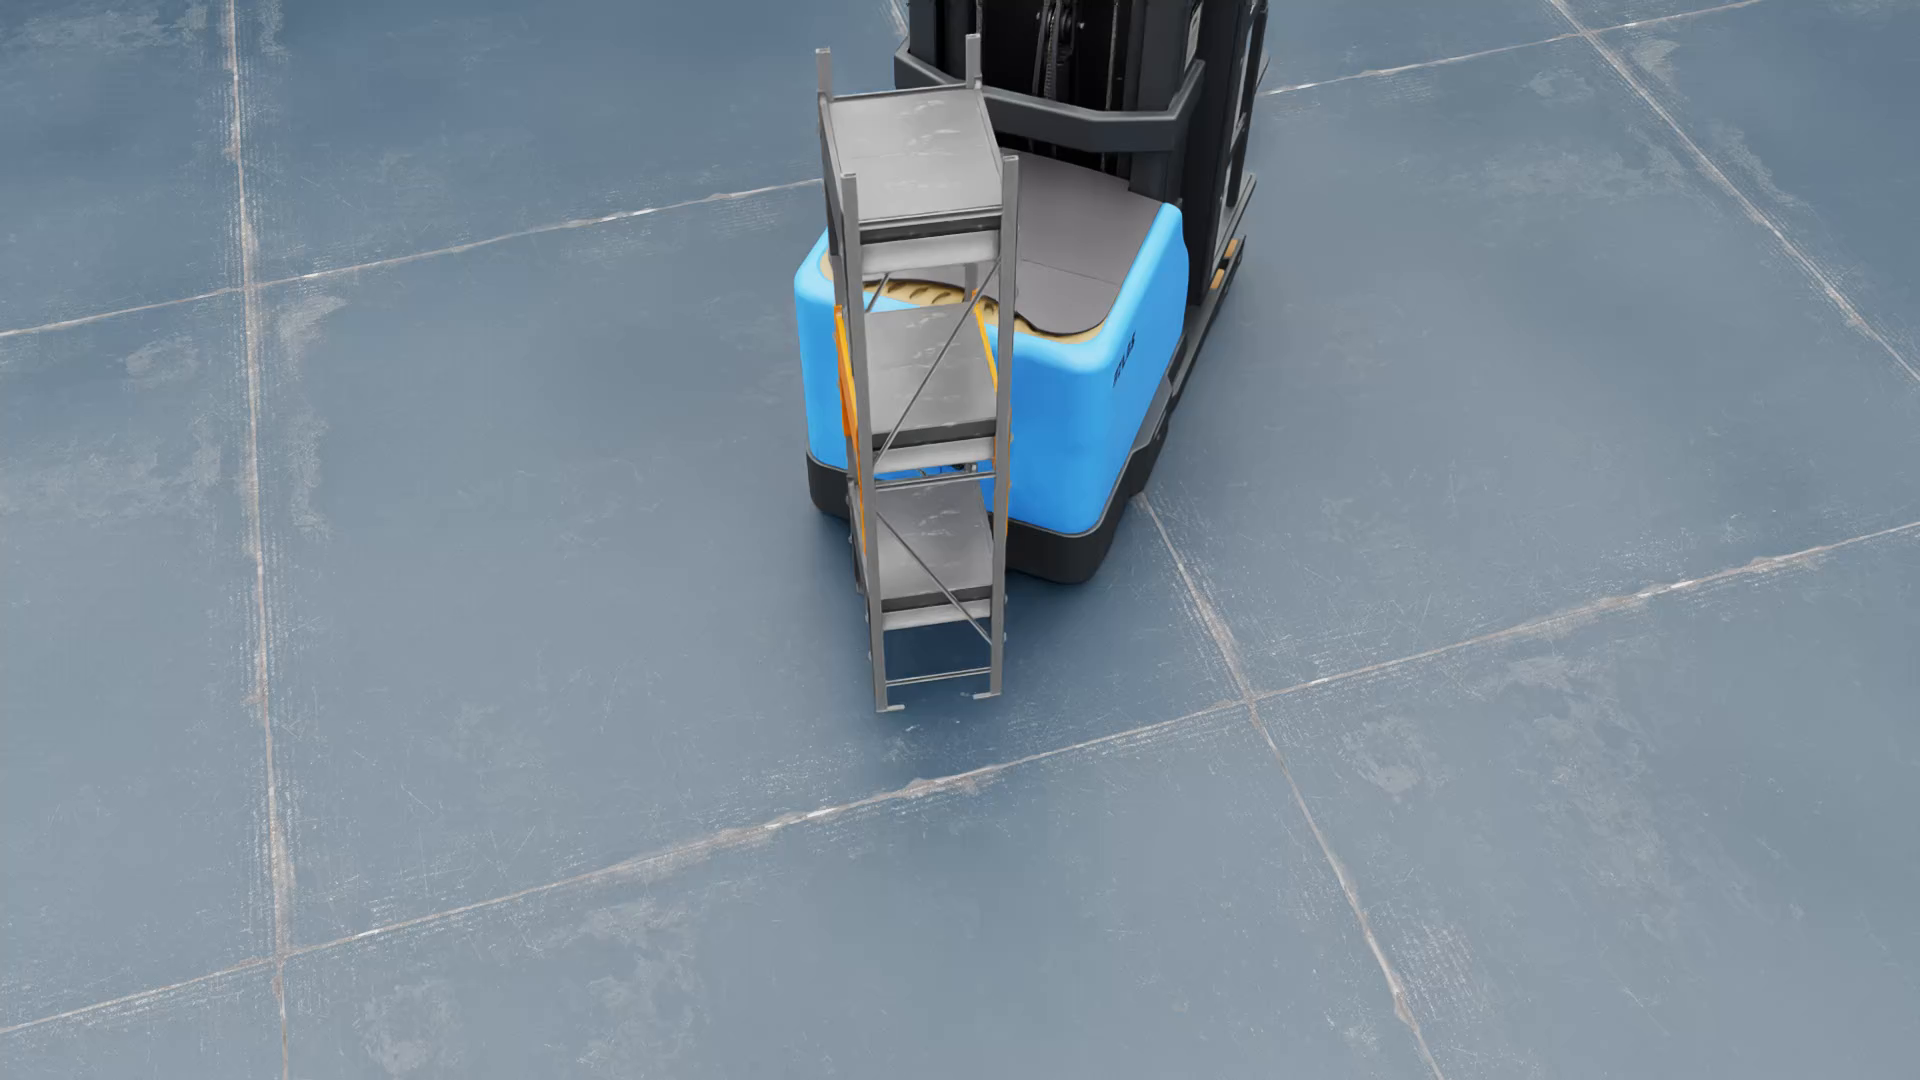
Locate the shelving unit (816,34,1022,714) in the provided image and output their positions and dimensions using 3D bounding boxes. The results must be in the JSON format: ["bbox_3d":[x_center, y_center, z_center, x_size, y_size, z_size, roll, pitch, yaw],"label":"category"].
[{"bbox_3d":[-0.108,-0.340,4.663,0.431,2.100,0.503,-7,50,-6],"label":"shelving unit"}]

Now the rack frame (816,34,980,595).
[{"bbox_3d":[-0.149,-0.523,4.818,0.400,2.100,0.015,-7,50,-6],"label":"rack frame"}]

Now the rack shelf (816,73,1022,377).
[{"bbox_3d":[-0.108,-0.782,4.138,0.431,0.518,0.480,-7,50,-6],"label":"rack shelf"}]

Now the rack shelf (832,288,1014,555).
[{"bbox_3d":[-0.108,-0.331,4.673,0.431,0.518,0.480,-7,50,-6],"label":"rack shelf"}]

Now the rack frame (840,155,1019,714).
[{"bbox_3d":[-0.067,-0.156,4.508,0.400,2.100,0.015,-7,50,-6],"label":"rack frame"}]

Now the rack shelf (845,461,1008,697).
[{"bbox_3d":[-0.108,0.120,5.209,0.431,0.518,0.480,-7,50,-6],"label":"rack shelf"}]

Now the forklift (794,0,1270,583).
[{"bbox_3d":[0.485,-1.953,5.480,1.130,2.935,3.031,17,52,14],"label":"forklift"}]
